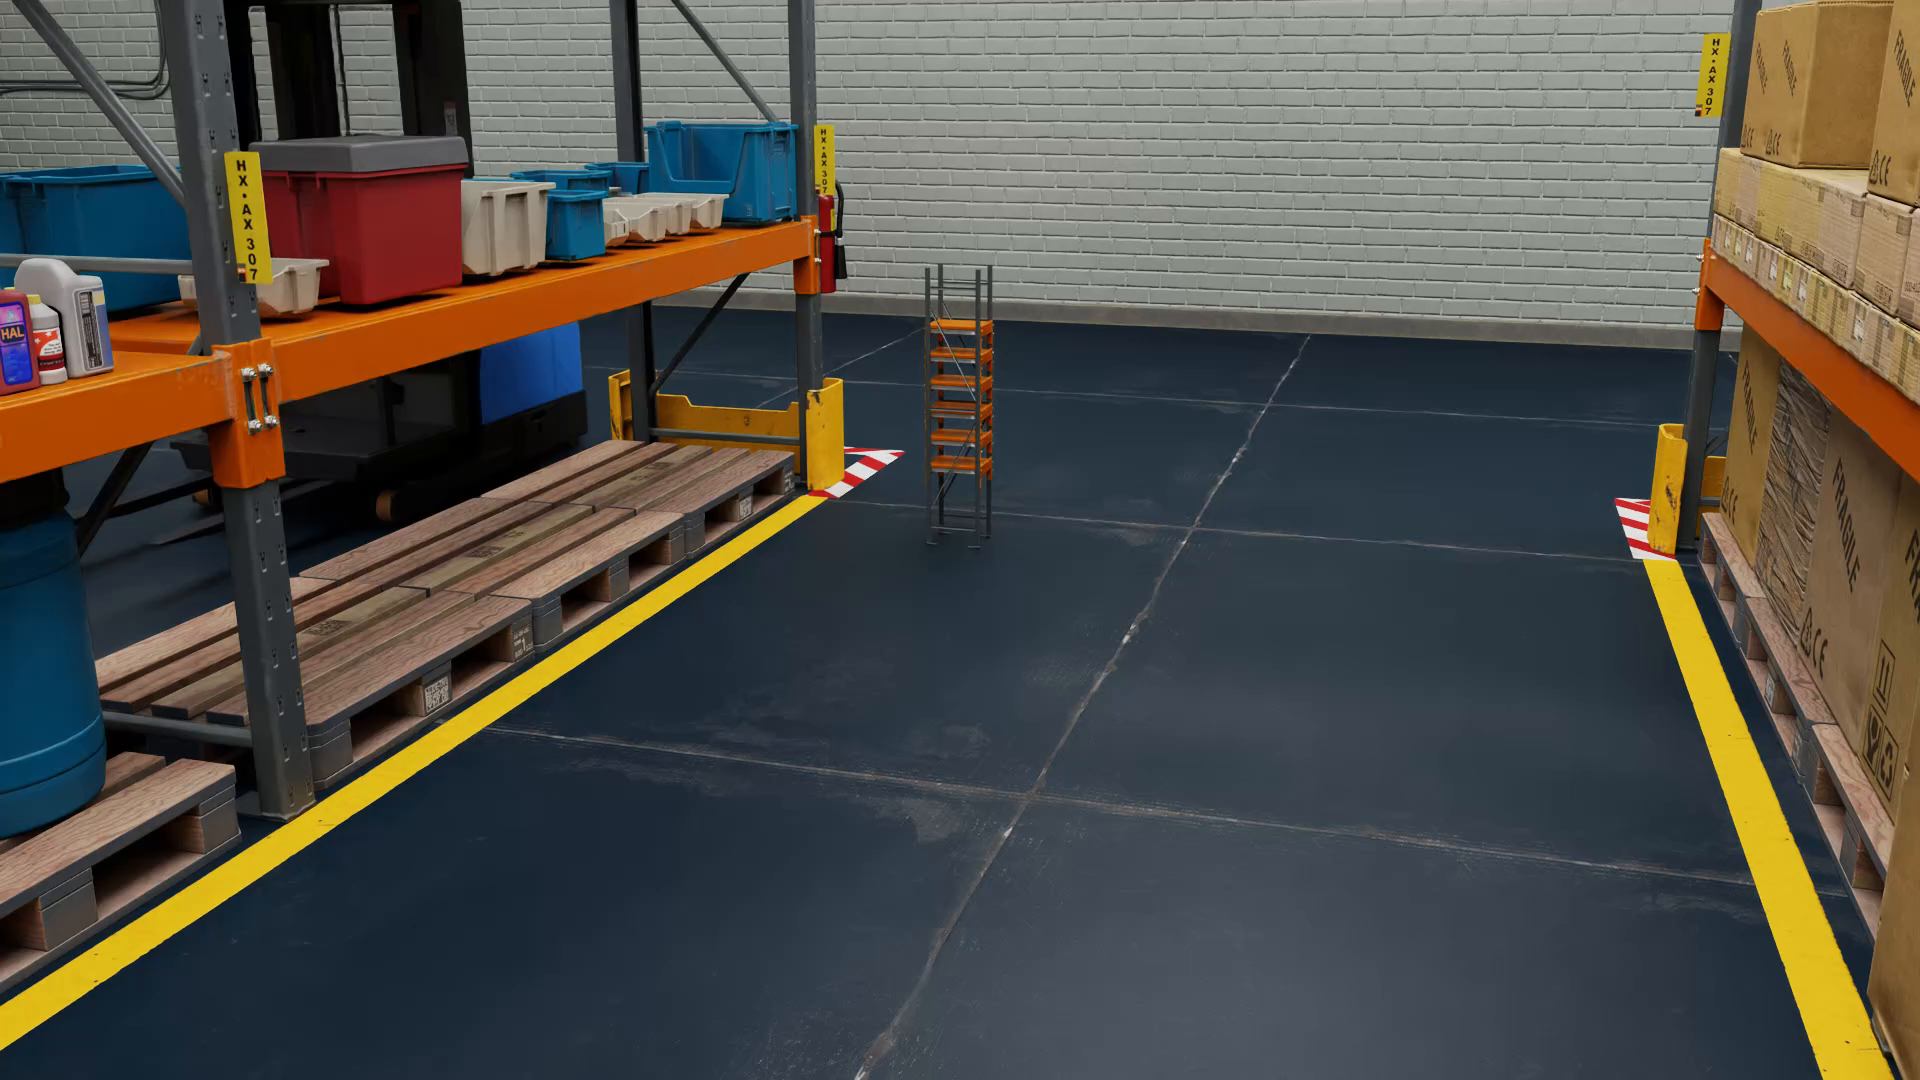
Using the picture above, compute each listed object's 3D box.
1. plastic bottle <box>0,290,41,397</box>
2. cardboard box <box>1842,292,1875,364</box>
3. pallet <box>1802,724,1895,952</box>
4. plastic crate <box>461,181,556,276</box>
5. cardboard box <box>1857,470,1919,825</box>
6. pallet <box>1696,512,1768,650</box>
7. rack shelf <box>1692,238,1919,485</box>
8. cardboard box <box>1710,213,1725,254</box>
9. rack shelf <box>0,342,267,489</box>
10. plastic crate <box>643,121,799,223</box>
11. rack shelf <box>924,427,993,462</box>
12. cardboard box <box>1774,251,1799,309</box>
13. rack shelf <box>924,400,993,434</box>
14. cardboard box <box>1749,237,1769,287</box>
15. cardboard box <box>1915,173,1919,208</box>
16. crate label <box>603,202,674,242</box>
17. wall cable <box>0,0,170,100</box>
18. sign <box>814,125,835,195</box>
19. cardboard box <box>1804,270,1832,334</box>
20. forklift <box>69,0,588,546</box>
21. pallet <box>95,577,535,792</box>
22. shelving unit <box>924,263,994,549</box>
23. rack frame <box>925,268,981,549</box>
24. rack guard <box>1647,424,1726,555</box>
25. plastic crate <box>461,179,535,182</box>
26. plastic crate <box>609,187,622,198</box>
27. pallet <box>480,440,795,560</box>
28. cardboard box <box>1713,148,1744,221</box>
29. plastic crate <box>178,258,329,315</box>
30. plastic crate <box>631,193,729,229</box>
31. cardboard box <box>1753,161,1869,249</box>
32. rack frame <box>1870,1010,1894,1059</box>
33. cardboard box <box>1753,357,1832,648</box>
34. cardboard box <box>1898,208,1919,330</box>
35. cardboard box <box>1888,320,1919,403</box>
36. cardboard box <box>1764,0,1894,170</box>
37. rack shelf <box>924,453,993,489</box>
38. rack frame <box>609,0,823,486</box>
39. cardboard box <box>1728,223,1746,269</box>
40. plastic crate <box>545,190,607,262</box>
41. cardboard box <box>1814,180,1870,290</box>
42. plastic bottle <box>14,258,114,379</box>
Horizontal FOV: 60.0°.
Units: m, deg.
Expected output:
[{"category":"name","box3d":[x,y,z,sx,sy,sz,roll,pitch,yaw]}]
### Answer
[{"category":"plastic bottle","box3d":[-2.135,-0.469,3.699,0.061,0.283,0.133,5,16,16]},{"category":"cardboard box","box3d":[2.430,-0.519,4.123,0.380,0.149,0.250,5,17,17]},{"category":"pallet","box3d":[2.729,0.816,4.067,1.003,0.211,1.213,5,16,16]},{"category":"plastic crate","box3d":[-1.700,-1.074,5.727,0.437,0.282,0.530,5,16,16]},{"category":"cardboard box","box3d":[2.702,0.321,3.826,0.875,0.875,0.875,5,16,16]},{"category":"pallet","box3d":[3.422,0.177,6.318,1.003,0.211,1.213,5,16,16]},{"category":"rack shelf","box3d":[3.006,-0.510,4.950,1.077,0.370,4.000,5,16,16]},{"category":"cardboard box","box3d":[3.157,-1.192,6.494,0.380,0.149,0.250,5,17,17]},{"category":"rack shelf","box3d":[-2.879,0.152,2.614,1.077,0.370,4.000,5,16,16]},{"category":"plastic crate","box3d":[-1.090,-1.708,7.678,0.616,0.435,0.499,5,16,16]},{"category":"rack shelf","box3d":[-0.004,-0.415,7.197,0.258,0.103,0.180,5,16,16]},{"category":"cardboard box","box3d":[2.721,-0.789,5.074,0.380,0.149,0.250,4,16,14]},{"category":"rack shelf","box3d":[-0.004,-0.531,7.164,0.258,0.103,0.180,5,16,16]},{"category":"cardboard box","box3d":[2.867,-0.923,5.545,0.380,0.149,0.250,4,16,15]},{"category":"cardboard box","box3d":[2.312,-0.906,3.382,0.500,0.500,0.500,5,17,17]},{"category":"crate label","box3d":[-1.384,-1.289,6.750,0.396,0.136,0.243,5,16,16]},{"category":"wall cable","box3d":[-8.723,-5.376,15.484,3.097,2.526,0.112,5,16,16]},{"category":"sign","box3d":[-0.642,-1.804,7.893,0.100,0.325,0.005,5,16,16]},{"category":"cardboard box","box3d":[2.575,-0.654,4.597,0.380,0.149,0.250,4,16,15]},{"category":"forklift","box3d":[-2.972,-1.599,7.597,1.130,2.935,3.031,5,17,17]},{"category":"pallet","box3d":[-2.139,0.429,5.430,1.003,0.211,1.213,5,16,16]},{"category":"shelving unit","box3d":[-0.004,-0.573,7.152,0.258,1.200,0.189,5,16,16]},{"category":"rack frame","box3d":[-0.030,-0.550,7.068,0.240,1.200,0.006,5,16,16]},{"category":"rack guard","box3d":[3.581,-0.183,7.060,1.175,0.500,0.348,5,16,16]},{"category":"plastic crate","box3d":[-1.934,-1.329,6.713,0.416,0.233,0.300,5,16,16]},{"category":"plastic crate","box3d":[-1.731,-1.549,7.667,0.250,0.136,0.298,5,16,16]},{"category":"pallet","box3d":[-1.446,-0.209,7.681,1.003,0.211,1.213,5,16,16]},{"category":"cardboard box","box3d":[3.179,-1.346,6.307,0.500,0.250,0.500,4,16,14]},{"category":"plastic crate","box3d":[-2.042,-0.730,4.779,0.396,0.136,0.243,5,16,16]},{"category":"plastic crate","box3d":[-1.232,-1.438,7.277,0.396,0.136,0.243,5,16,16]},{"category":"cardboard box","box3d":[2.892,-1.078,5.364,0.500,0.250,0.500,4,16,14]},{"category":"rack frame","box3d":[2.438,-0.333,3.007,1.000,3.000,0.127,5,16,16]},{"category":"cardboard box","box3d":[3.211,-0.148,5.478,0.875,0.875,0.875,5,16,16]},{"category":"cardboard box","box3d":[2.312,-0.540,3.466,0.500,0.250,0.500,4,16,15]},{"category":"cardboard box","box3d":[2.283,-0.385,3.650,0.380,0.149,0.250,5,17,17]},{"category":"cardboard box","box3d":[2.896,-1.440,5.264,0.500,0.500,0.500,4,16,14]},{"category":"rack shelf","box3d":[-0.004,-0.300,7.230,0.258,0.103,0.180,5,16,16]},{"category":"rack frame","box3d":[-1.174,-1.764,8.051,1.000,3.000,0.127,5,16,16]},{"category":"cardboard box","box3d":[3.013,-1.057,6.020,0.380,0.149,0.250,4,16,15]},{"category":"plastic crate","box3d":[-1.512,-1.155,6.101,0.416,0.233,0.300,5,16,16]},{"category":"cardboard box","box3d":[2.601,-0.809,4.415,0.500,0.250,0.500,5,17,17]},{"category":"plastic bottle","box3d":[-2.113,-0.529,3.926,0.152,0.276,0.135,5,16,16]}]
